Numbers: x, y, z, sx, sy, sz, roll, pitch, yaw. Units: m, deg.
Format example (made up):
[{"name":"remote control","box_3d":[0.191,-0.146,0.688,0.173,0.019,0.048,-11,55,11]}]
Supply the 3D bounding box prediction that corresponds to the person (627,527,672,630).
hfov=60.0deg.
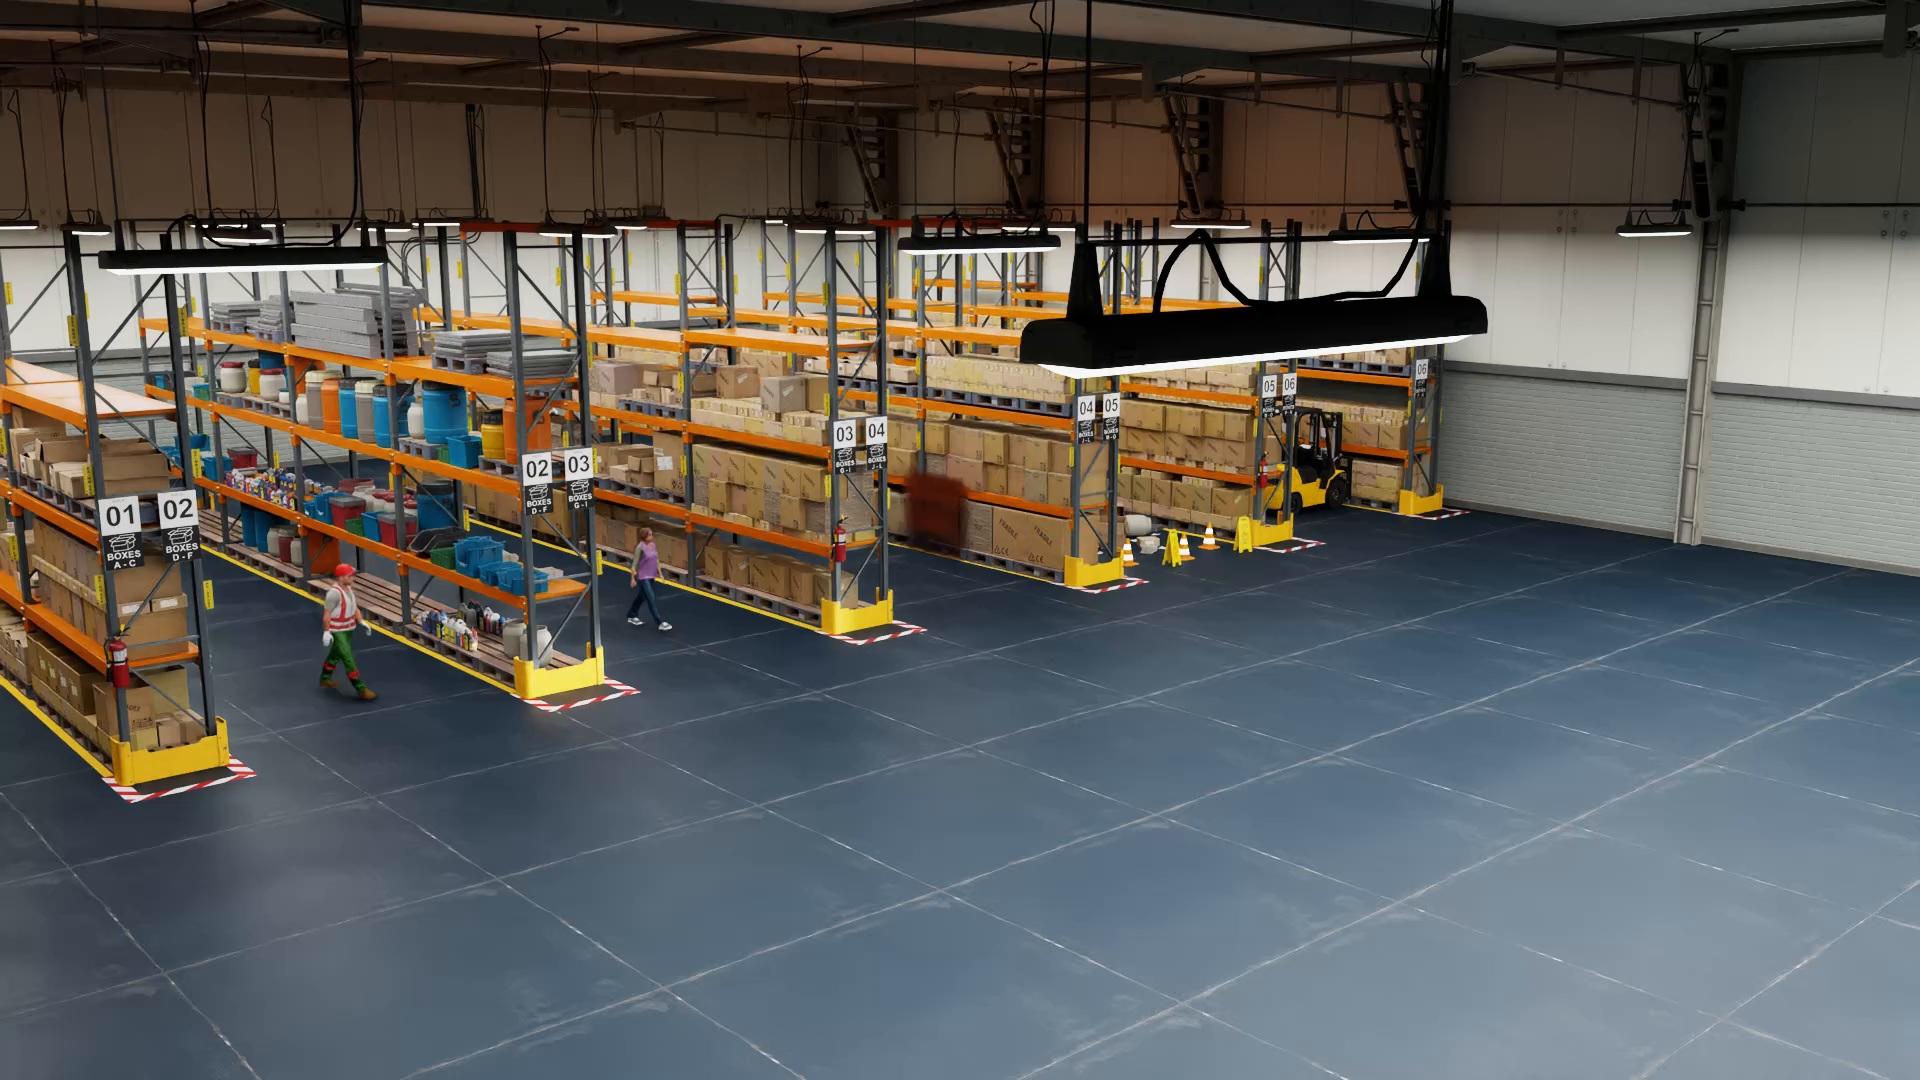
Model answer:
[{"name":"person","box_3d":[-4.675,0.574,25.038,0.969,1.529,0.453,5,12,23]}]

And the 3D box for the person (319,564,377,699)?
[{"name":"person","box_3d":[-8.002,1.153,21.641,1.093,1.716,0.640,5,12,21]}]

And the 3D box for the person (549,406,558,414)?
[{"name":"person","box_3d":[-10.138,-2.706,41.074,0.445,1.614,1.020,-2,12,-12]}]
